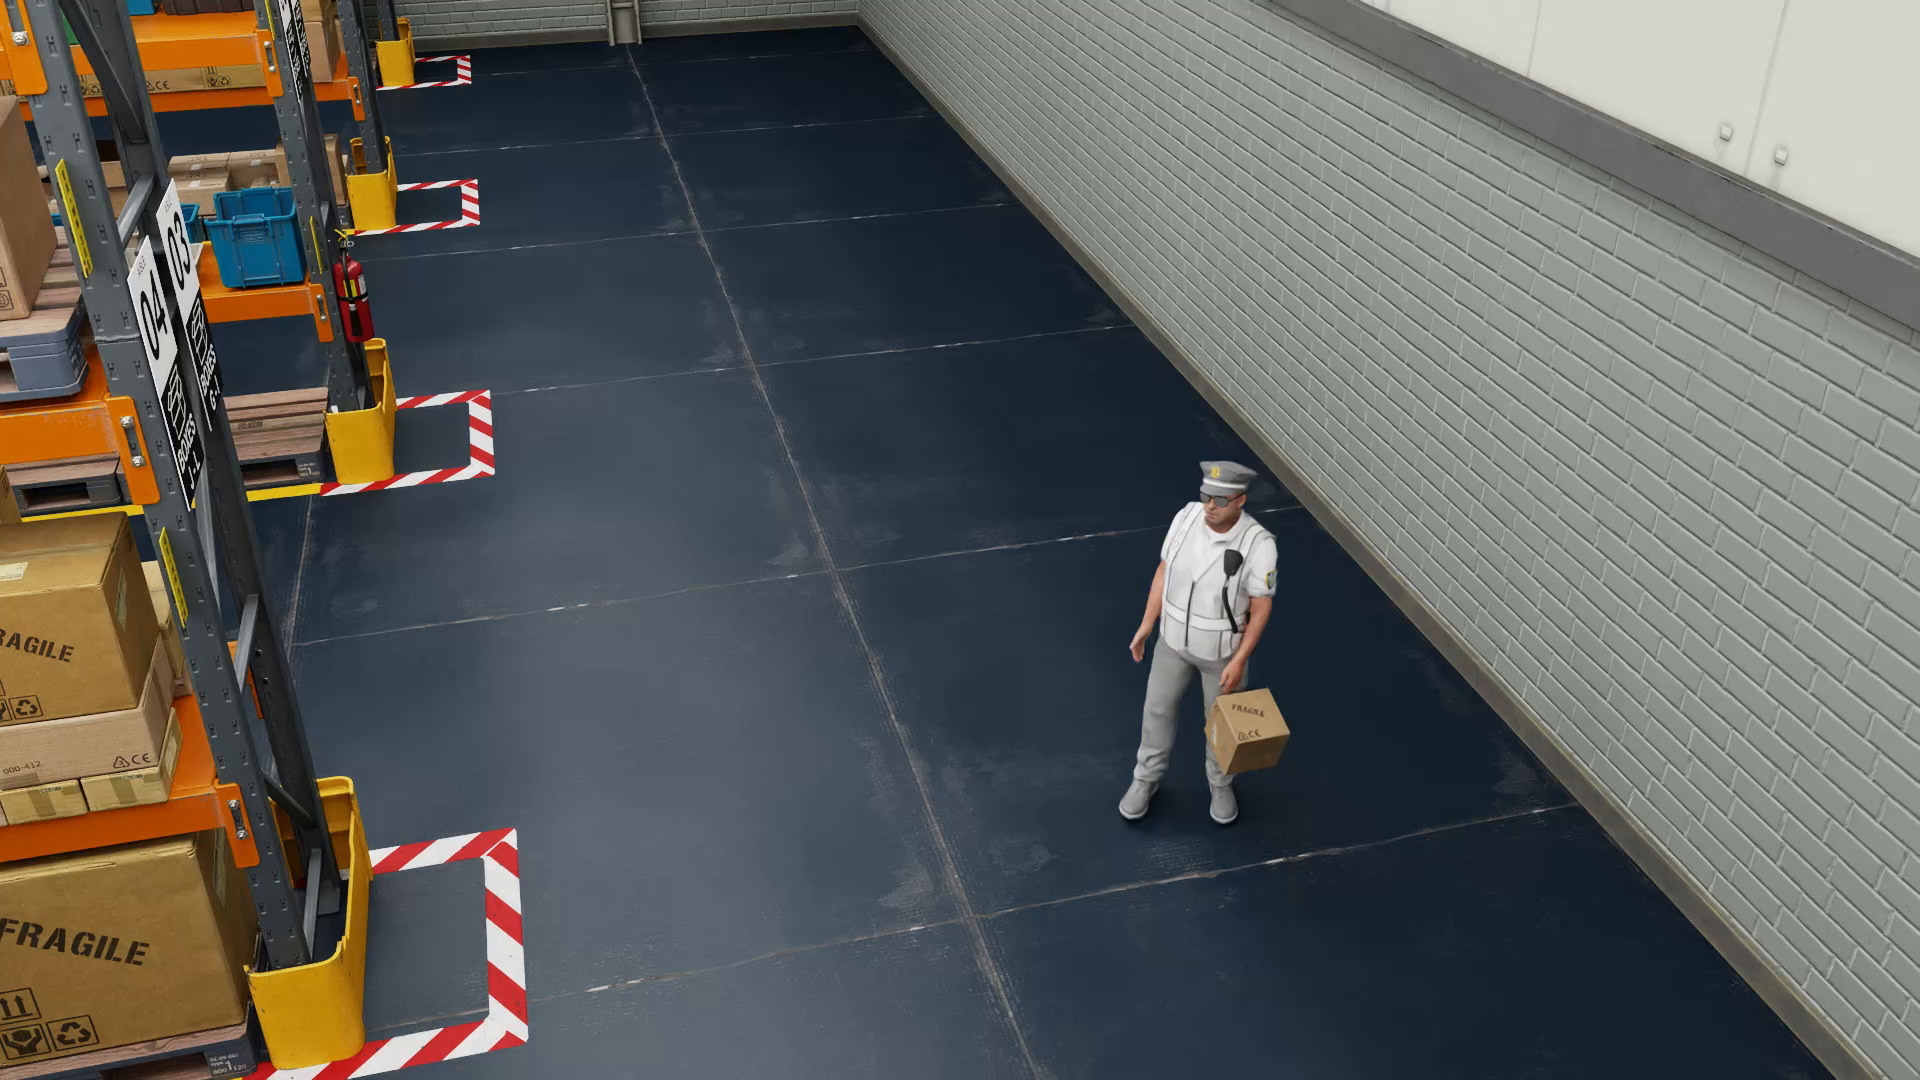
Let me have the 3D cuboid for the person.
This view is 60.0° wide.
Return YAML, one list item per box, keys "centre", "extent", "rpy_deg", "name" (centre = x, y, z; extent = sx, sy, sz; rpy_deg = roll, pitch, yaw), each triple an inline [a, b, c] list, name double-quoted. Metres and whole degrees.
- centre: [1.060, 0.471, 7.369]
  extent: [0.576, 1.775, 0.551]
  rpy_deg: [19, 35, 29]
  name: "person"
